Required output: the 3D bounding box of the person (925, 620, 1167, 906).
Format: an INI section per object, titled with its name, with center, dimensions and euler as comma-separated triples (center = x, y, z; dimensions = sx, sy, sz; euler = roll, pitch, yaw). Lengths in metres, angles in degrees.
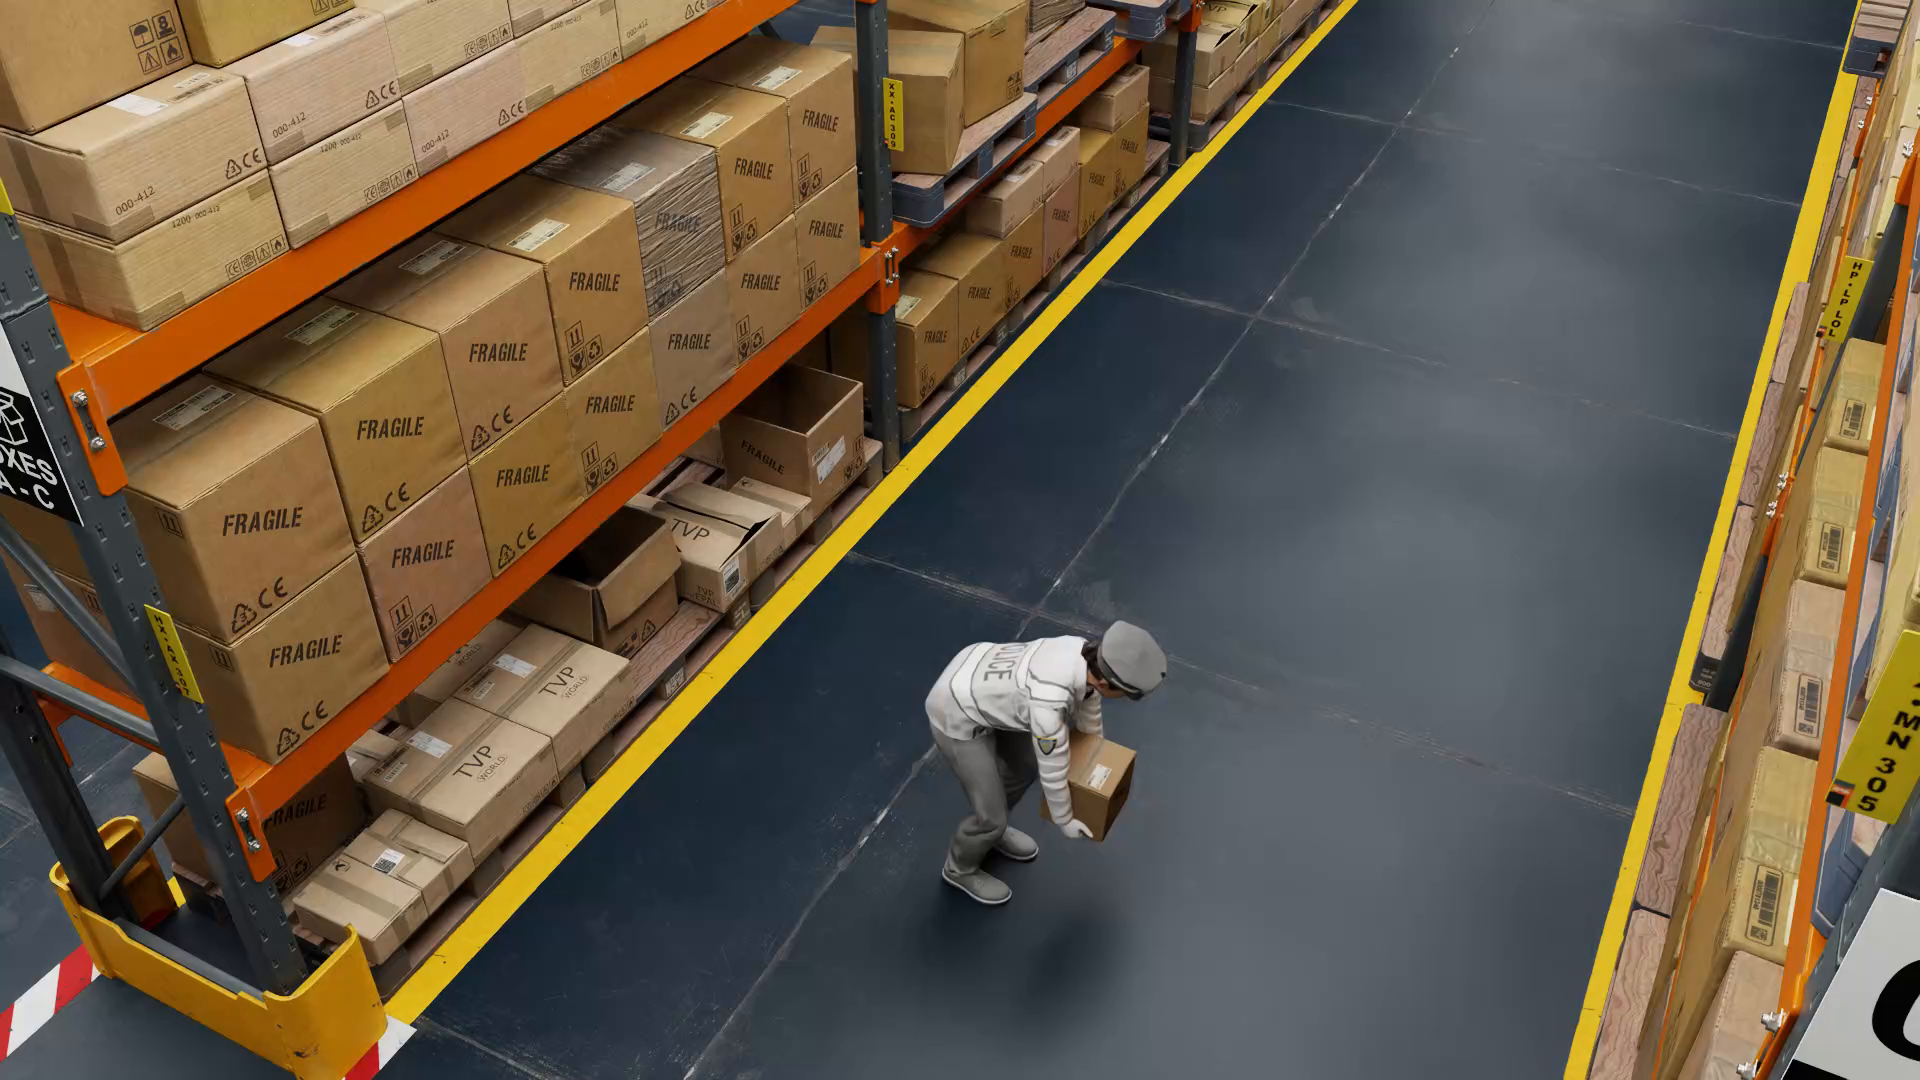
[person]
center = 0.293, 0.788, 5.997
dimensions = 0.848, 1.359, 0.423
euler = 17, 41, 20
